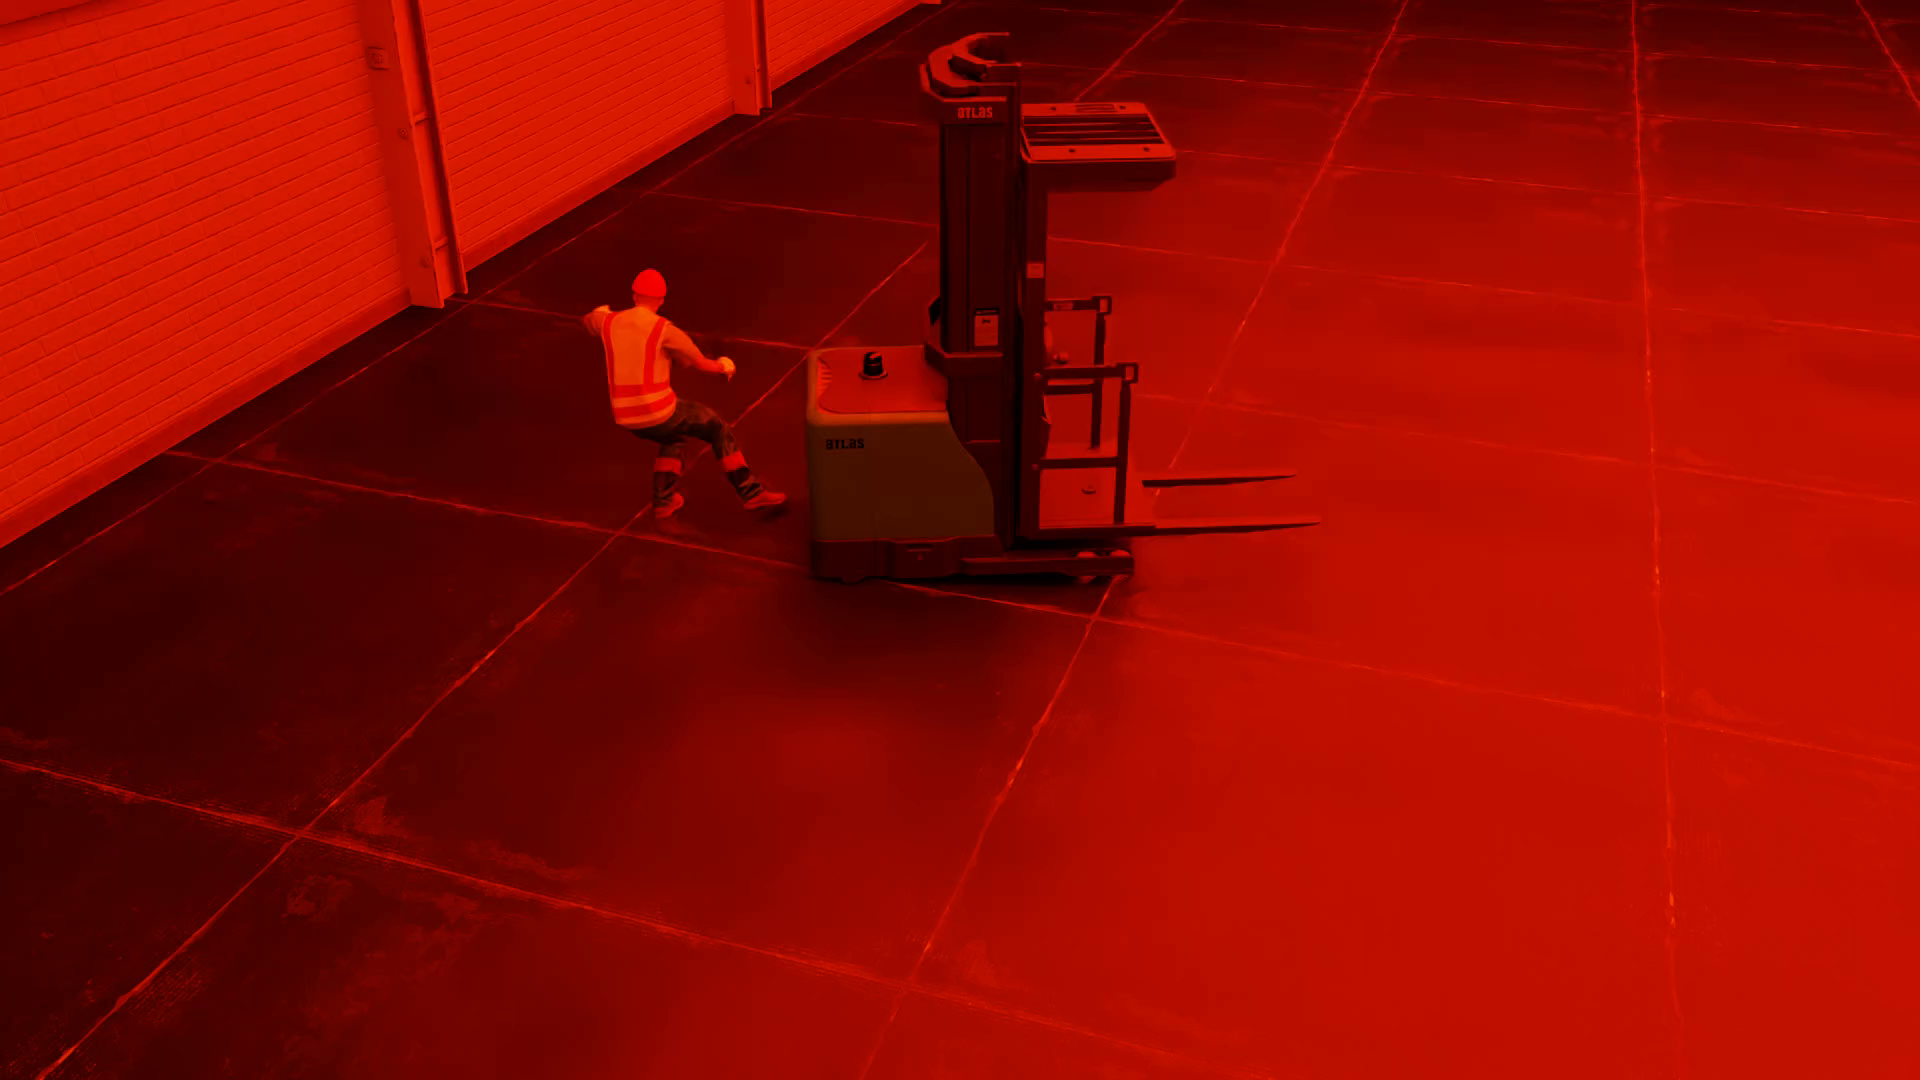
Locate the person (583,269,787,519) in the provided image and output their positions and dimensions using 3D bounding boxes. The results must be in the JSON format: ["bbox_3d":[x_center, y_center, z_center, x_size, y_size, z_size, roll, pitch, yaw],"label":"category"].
[{"bbox_3d":[-1.745,-0.918,10.199,1.383,1.522,0.848,9,31,15],"label":"person"}]

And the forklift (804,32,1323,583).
[{"bbox_3d":[0.614,-1.301,9.418,3.031,2.935,1.130,-2,30,-3],"label":"forklift"}]
